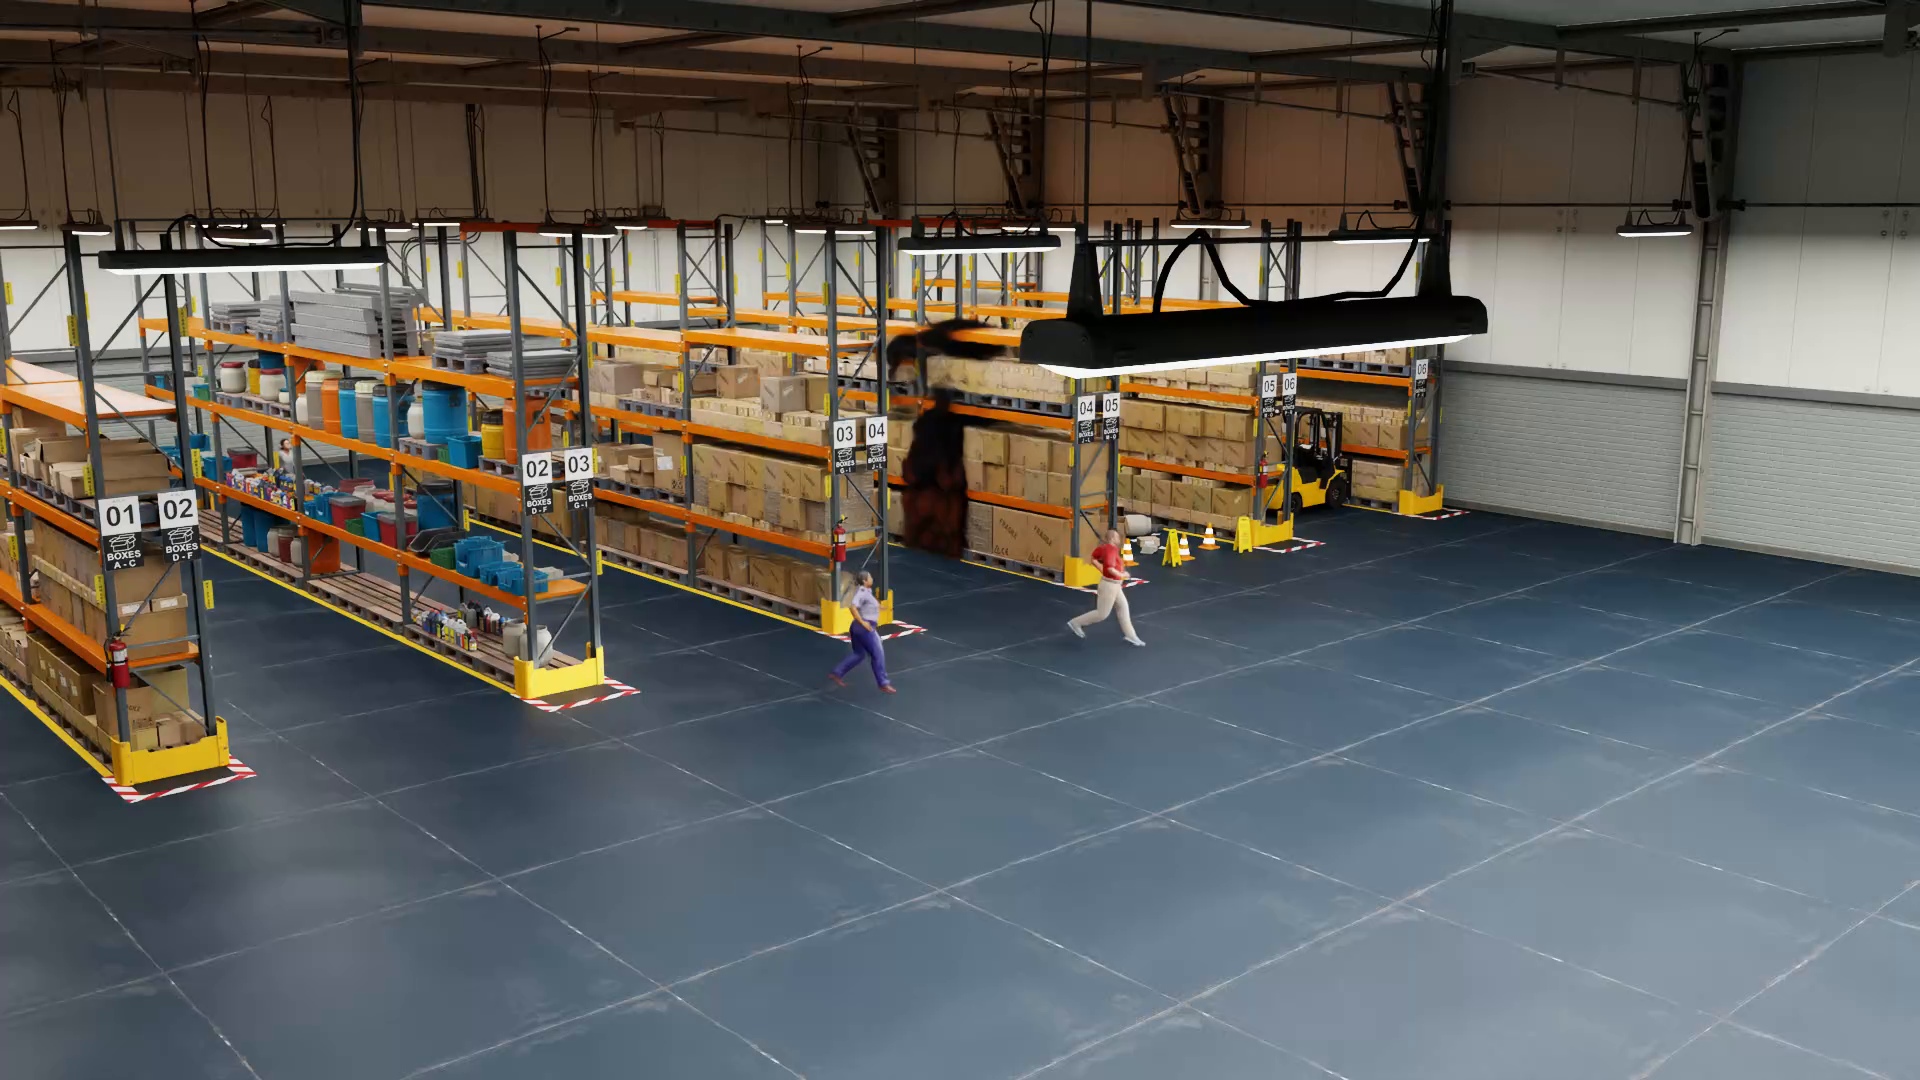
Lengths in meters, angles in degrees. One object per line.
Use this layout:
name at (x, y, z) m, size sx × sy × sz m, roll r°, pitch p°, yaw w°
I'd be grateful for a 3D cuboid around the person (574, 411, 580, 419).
person at (-9.275, -2.651, 40.897) m, size 0.815 × 1.708 × 0.744 m, roll -7°, pitch 13°, yaw -31°

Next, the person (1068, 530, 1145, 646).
person at (2.134, 0.719, 24.043) m, size 1.141 × 1.745 × 0.624 m, roll 1°, pitch 11°, yaw 3°

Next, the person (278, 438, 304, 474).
person at (-13.849, -1.298, 34.266) m, size 0.623 × 1.612 × 0.570 m, roll 7°, pitch 13°, yaw 30°

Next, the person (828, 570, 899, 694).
person at (-1.260, 1.209, 21.712) m, size 0.906 × 1.668 × 0.605 m, roll -3°, pitch 12°, yaw -17°
